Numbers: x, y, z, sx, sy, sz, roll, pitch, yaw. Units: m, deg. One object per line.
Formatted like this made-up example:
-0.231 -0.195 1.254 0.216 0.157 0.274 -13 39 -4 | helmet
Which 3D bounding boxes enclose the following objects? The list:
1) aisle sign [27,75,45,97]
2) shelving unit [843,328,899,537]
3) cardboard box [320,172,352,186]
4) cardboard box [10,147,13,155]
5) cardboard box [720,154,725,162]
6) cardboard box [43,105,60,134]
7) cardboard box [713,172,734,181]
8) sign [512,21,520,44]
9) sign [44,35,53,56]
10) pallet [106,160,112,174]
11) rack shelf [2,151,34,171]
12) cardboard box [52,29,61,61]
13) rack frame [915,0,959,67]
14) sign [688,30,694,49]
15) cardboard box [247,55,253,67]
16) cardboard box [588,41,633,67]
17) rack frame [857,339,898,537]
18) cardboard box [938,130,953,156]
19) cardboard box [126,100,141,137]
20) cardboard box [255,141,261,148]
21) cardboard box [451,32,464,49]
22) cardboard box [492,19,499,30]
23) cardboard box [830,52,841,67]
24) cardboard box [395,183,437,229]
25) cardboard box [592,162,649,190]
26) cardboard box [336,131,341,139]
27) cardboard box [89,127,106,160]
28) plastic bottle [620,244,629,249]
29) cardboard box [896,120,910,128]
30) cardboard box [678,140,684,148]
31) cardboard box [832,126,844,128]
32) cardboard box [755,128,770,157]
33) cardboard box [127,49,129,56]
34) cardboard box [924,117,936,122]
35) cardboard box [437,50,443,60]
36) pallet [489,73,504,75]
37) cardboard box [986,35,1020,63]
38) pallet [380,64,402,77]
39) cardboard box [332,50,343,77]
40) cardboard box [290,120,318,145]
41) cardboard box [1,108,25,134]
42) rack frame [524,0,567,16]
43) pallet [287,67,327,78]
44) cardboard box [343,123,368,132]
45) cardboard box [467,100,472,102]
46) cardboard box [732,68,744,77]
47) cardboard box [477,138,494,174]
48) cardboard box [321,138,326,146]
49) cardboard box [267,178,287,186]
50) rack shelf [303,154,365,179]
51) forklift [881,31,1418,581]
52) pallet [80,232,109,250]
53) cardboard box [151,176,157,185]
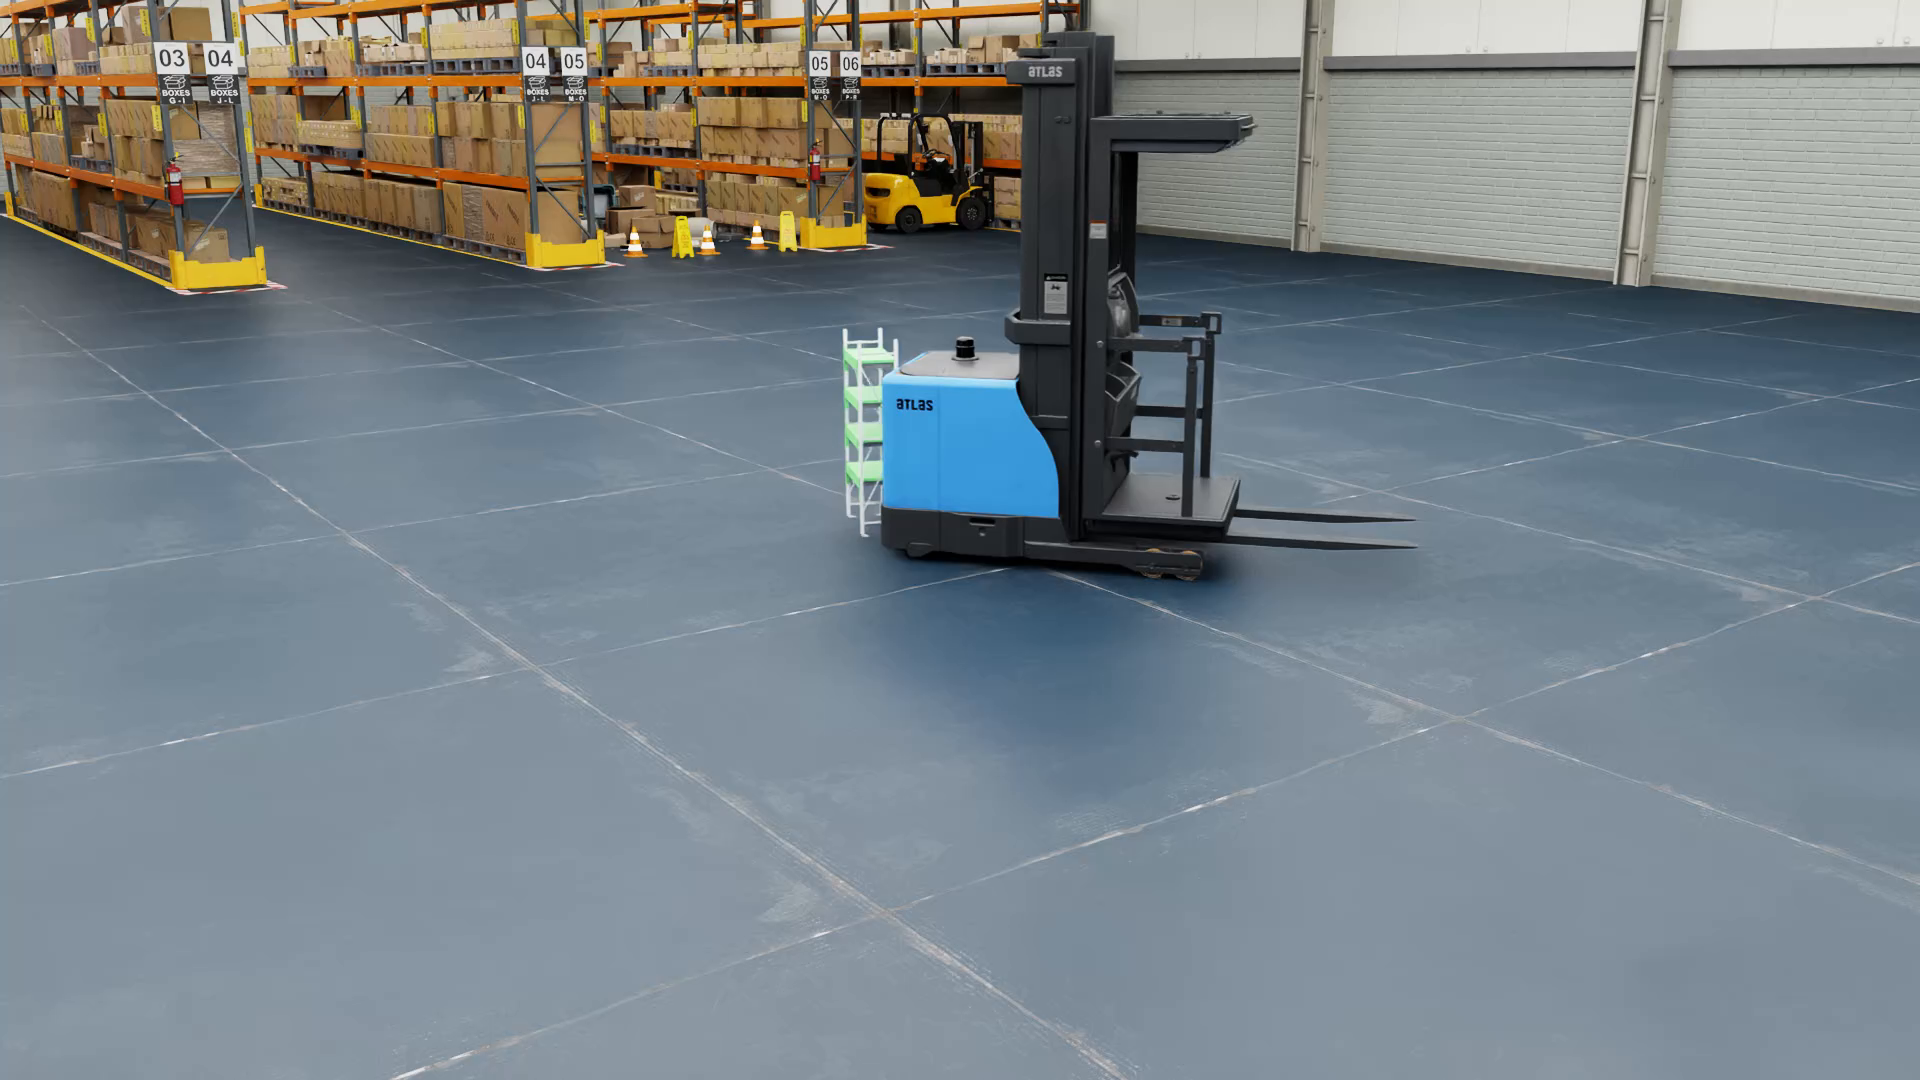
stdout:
-19.337 -9.667 34.790 0.394 0.787 0.004 -11 19 -35 | aisle sign
-0.547 -0.670 10.250 0.258 1.200 0.503 -4 16 -13 | shelving unit
-12.578 -7.292 33.555 0.500 0.250 0.500 -10 18 -33 | cardboard box
-18.990 -7.884 33.675 0.380 0.149 0.250 -11 19 -36 | cardboard box
-4.169 -6.991 30.413 0.380 0.149 0.250 -11 19 -35 | cardboard box
-16.409 -7.746 30.605 0.797 0.503 0.637 -11 19 -34 | cardboard box
-4.312 -6.674 30.543 0.380 0.149 0.250 -11 19 -34 | cardboard box
-6.505 -7.437 24.359 0.100 0.325 0.005 -11 19 -35 | sign
-15.287 -8.293 27.882 0.100 0.325 0.005 -11 19 -35 | sign
-12.813 -5.882 26.249 1.003 0.211 1.213 -11 19 -35 | pallet
-18.361 -7.577 33.442 1.077 0.370 4.000 -11 19 -35 | rack shelf
-14.765 -8.239 27.678 0.500 0.500 0.500 -11 19 -34 | cardboard box
-0.453 -10.992 33.191 1.000 3.000 0.127 -11 19 -35 | rack frame
-4.913 -9.126 30.331 0.100 0.325 0.005 -11 19 -35 | sign
-15.412 -10.579 36.701 0.500 0.250 0.500 -11 18 -34 | cardboard box
-7.161 -9.937 34.029 0.797 0.503 0.637 -12 20 -38 | cardboard box
-0.489 -0.607 10.021 0.240 1.200 0.015 -4 16 -13 | rack frame
-0.083 -7.903 33.078 0.500 0.500 0.500 -10 18 -34 | cardboard box
-11.531 -6.009 23.702 0.500 0.500 0.500 -11 19 -35 | cardboard box
-15.541 -8.858 37.235 0.380 0.149 0.250 -11 19 -35 | cardboard box
-7.754 -7.943 26.468 0.500 0.250 0.500 -11 19 -35 | cardboard box
-6.827 -7.772 25.087 0.380 0.149 0.250 -10 18 -34 | cardboard box
-2.194 -8.140 28.172 0.500 0.250 0.500 -11 19 -36 | cardboard box
-9.412 -5.980 29.708 1.050 0.750 0.750 -11 19 -35 | cardboard box
-7.157 -7.519 35.097 0.875 0.875 0.875 -11 19 -35 | cardboard box
-11.736 -7.764 31.876 0.380 0.149 0.250 -10 18 -33 | cardboard box
-13.576 -6.397 26.776 0.797 0.503 0.637 -9 18 -29 | cardboard box
-5.631 -4.946 28.033 0.283 0.061 0.133 10 18 33 | plastic bottle
-1.101 -8.611 34.436 0.380 0.149 0.250 -11 19 -35 | cardboard box
-5.132 -7.535 31.603 0.380 0.149 0.250 -12 19 -36 | cardboard box
-2.448 -8.882 36.181 0.500 0.250 0.500 -10 18 -33 | cardboard box
-3.238 -6.953 29.044 0.500 0.500 0.500 -11 19 -35 | cardboard box
-11.428 -6.857 23.294 0.380 0.149 0.250 -12 19 -37 | cardboard box
-0.505 -8.489 33.428 0.380 0.149 0.250 -10 18 -33 | cardboard box
-8.317 -7.928 27.169 0.380 0.149 0.250 -11 19 -34 | cardboard box
-10.355 -10.876 38.617 1.003 0.211 1.213 -11 19 -35 | pallet
0.920 -9.281 31.447 0.700 0.500 0.500 -11 19 -34 | cardboard box
-9.681 -8.379 29.685 1.003 0.211 1.213 -10 18 -32 | pallet
-11.608 -9.074 31.674 0.500 0.500 0.500 -11 19 -35 | cardboard box
-13.627 -8.497 34.685 0.500 0.500 0.500 -11 19 -34 | cardboard box
-19.180 -8.533 33.871 0.500 0.500 0.500 -11 19 -36 | cardboard box
-9.169 -11.929 36.614 1.000 3.000 0.127 -11 19 -35 | rack frame
-12.837 -9.453 33.607 1.213 0.211 1.003 -11 19 -35 | pallet
-11.421 -7.793 31.421 0.380 0.149 0.250 -12 19 -37 | cardboard box
-11.470 -10.273 39.846 0.500 0.500 0.500 -11 19 -36 | cardboard box
-3.794 -8.259 29.364 0.380 0.149 0.250 -11 19 -36 | cardboard box
-7.227 -6.187 26.717 0.875 0.550 0.500 -11 19 -35 | cardboard box
-12.337 -7.839 32.716 0.380 0.149 0.250 -12 19 -37 | cardboard box
-15.129 -7.936 36.866 0.380 0.149 0.250 -11 19 -35 | cardboard box
-11.938 -7.471 33.055 1.077 0.370 4.000 -11 19 -35 | rack shelf
1.114 -1.342 9.426 3.031 2.935 1.130 4 16 13 | forklift
-14.375 -5.131 28.423 1.003 0.211 1.213 -11 19 -35 | pallet
-11.213 -5.107 23.528 0.380 0.149 0.250 -11 19 -35 | cardboard box
